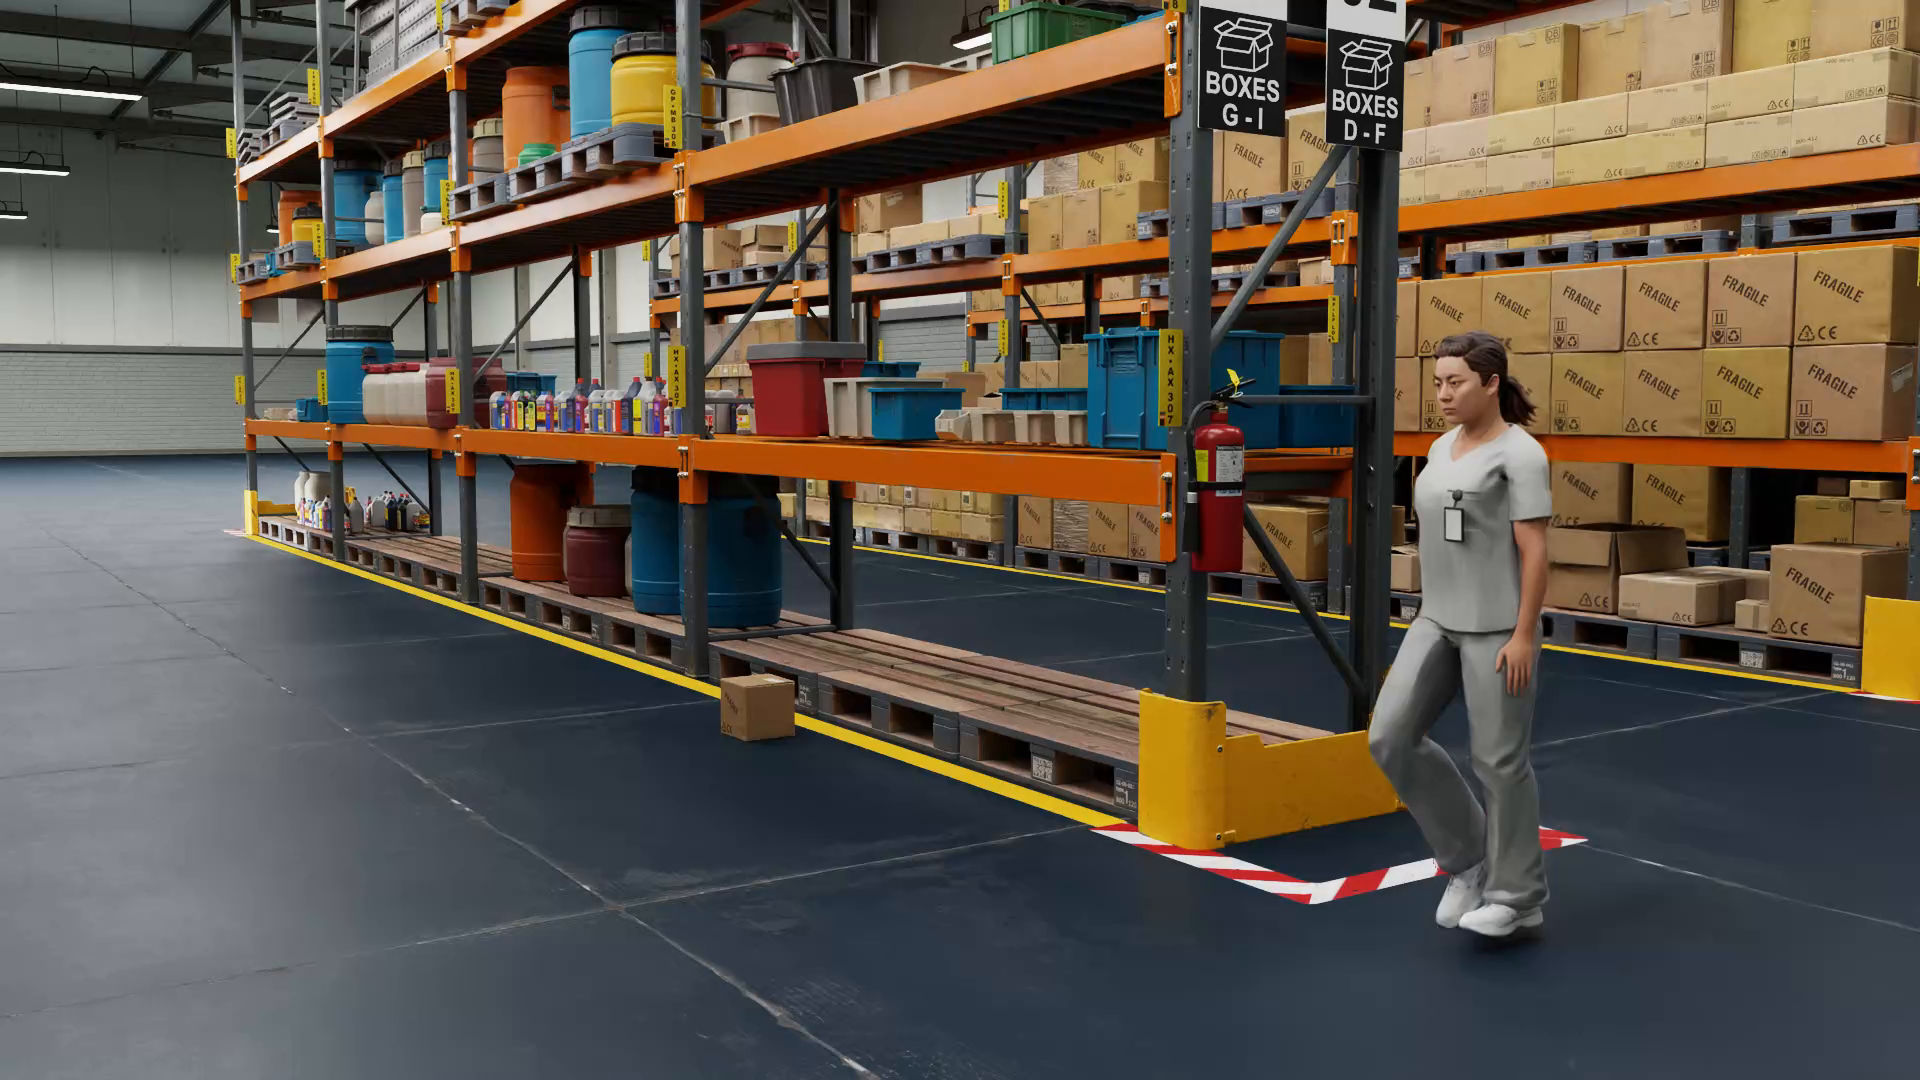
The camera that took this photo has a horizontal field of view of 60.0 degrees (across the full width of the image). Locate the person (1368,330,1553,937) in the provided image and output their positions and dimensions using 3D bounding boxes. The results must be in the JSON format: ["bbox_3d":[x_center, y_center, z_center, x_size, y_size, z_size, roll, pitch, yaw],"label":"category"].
[{"bbox_3d":[1.413,0.266,4.634,0.433,1.693,0.487,-2,5,-27],"label":"person"}]
